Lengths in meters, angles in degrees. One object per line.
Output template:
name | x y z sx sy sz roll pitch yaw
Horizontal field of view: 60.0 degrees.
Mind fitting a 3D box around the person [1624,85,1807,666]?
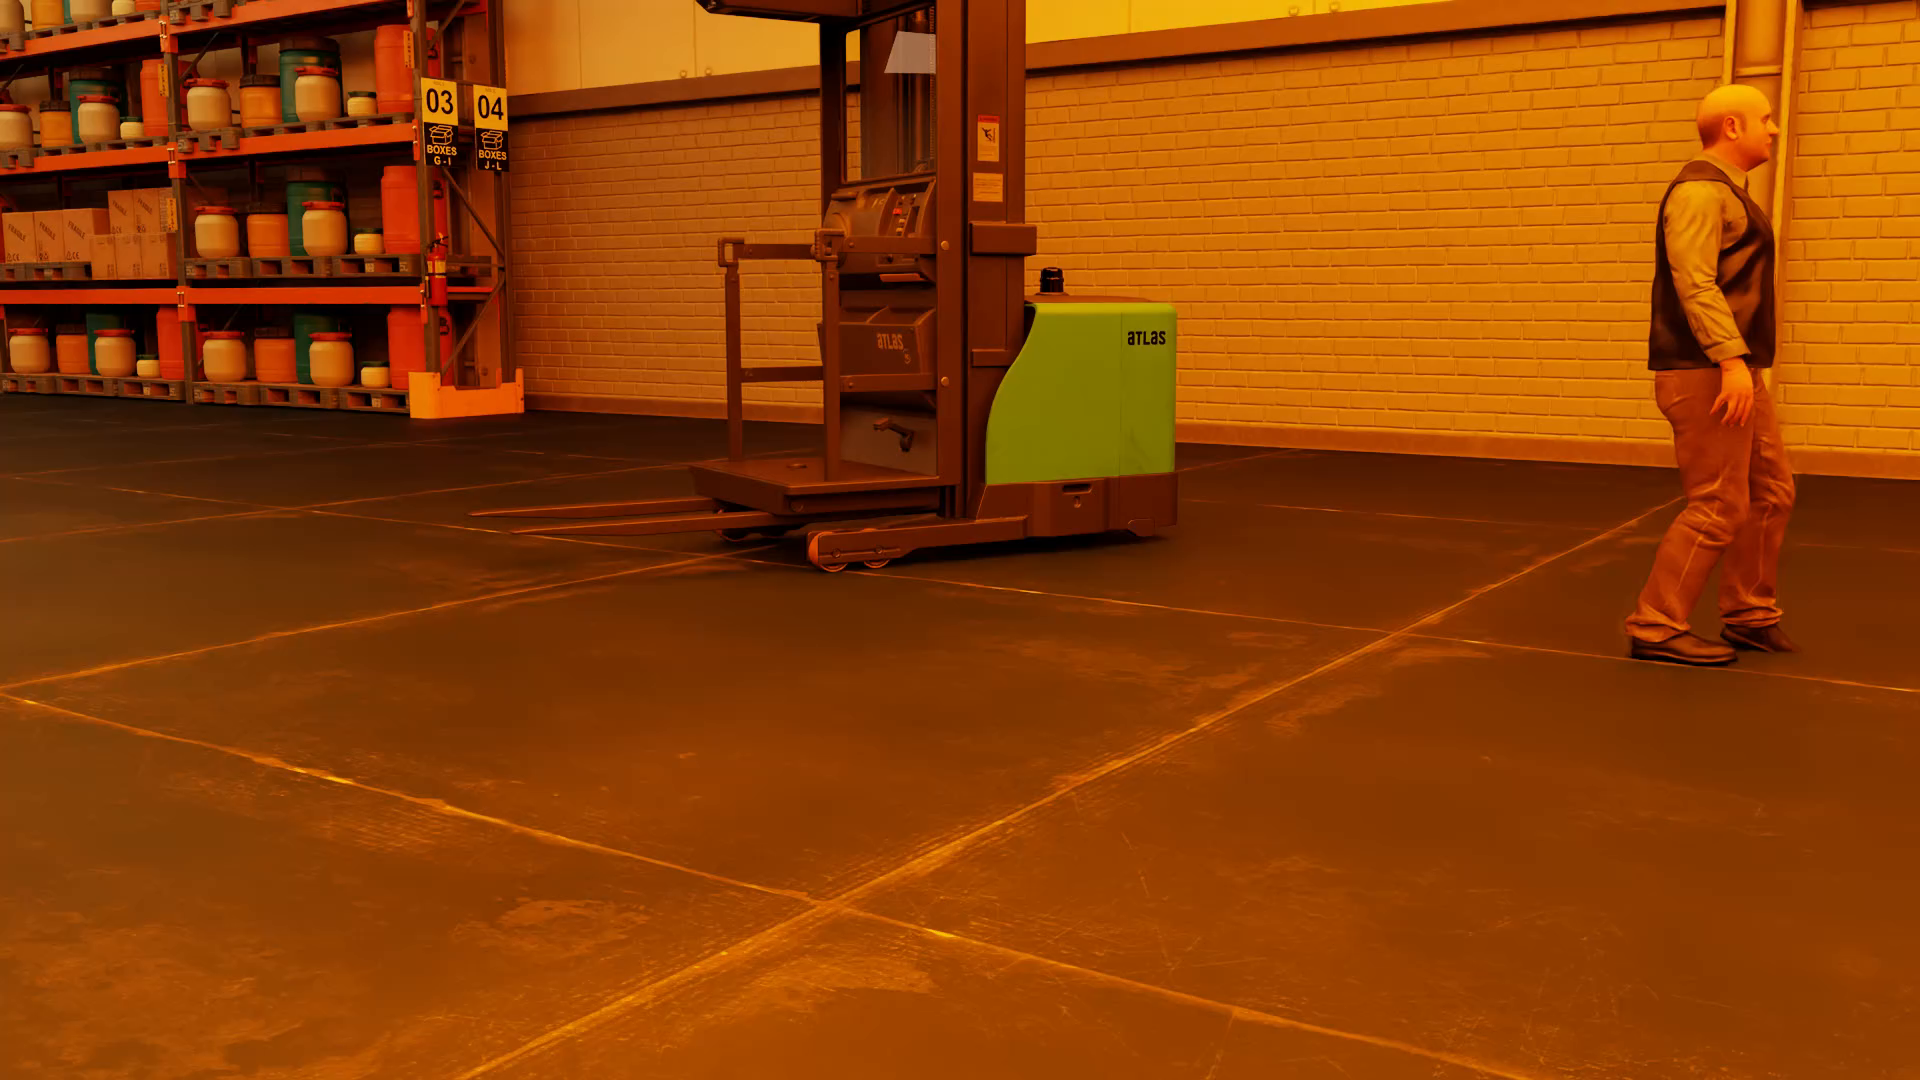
person | 2.317 -0.456 4.960 0.535 1.763 0.621 4 9 27

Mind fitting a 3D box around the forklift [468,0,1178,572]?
forklift | -0.537 -1.406 7.083 3.031 2.935 1.130 -5 9 -30
